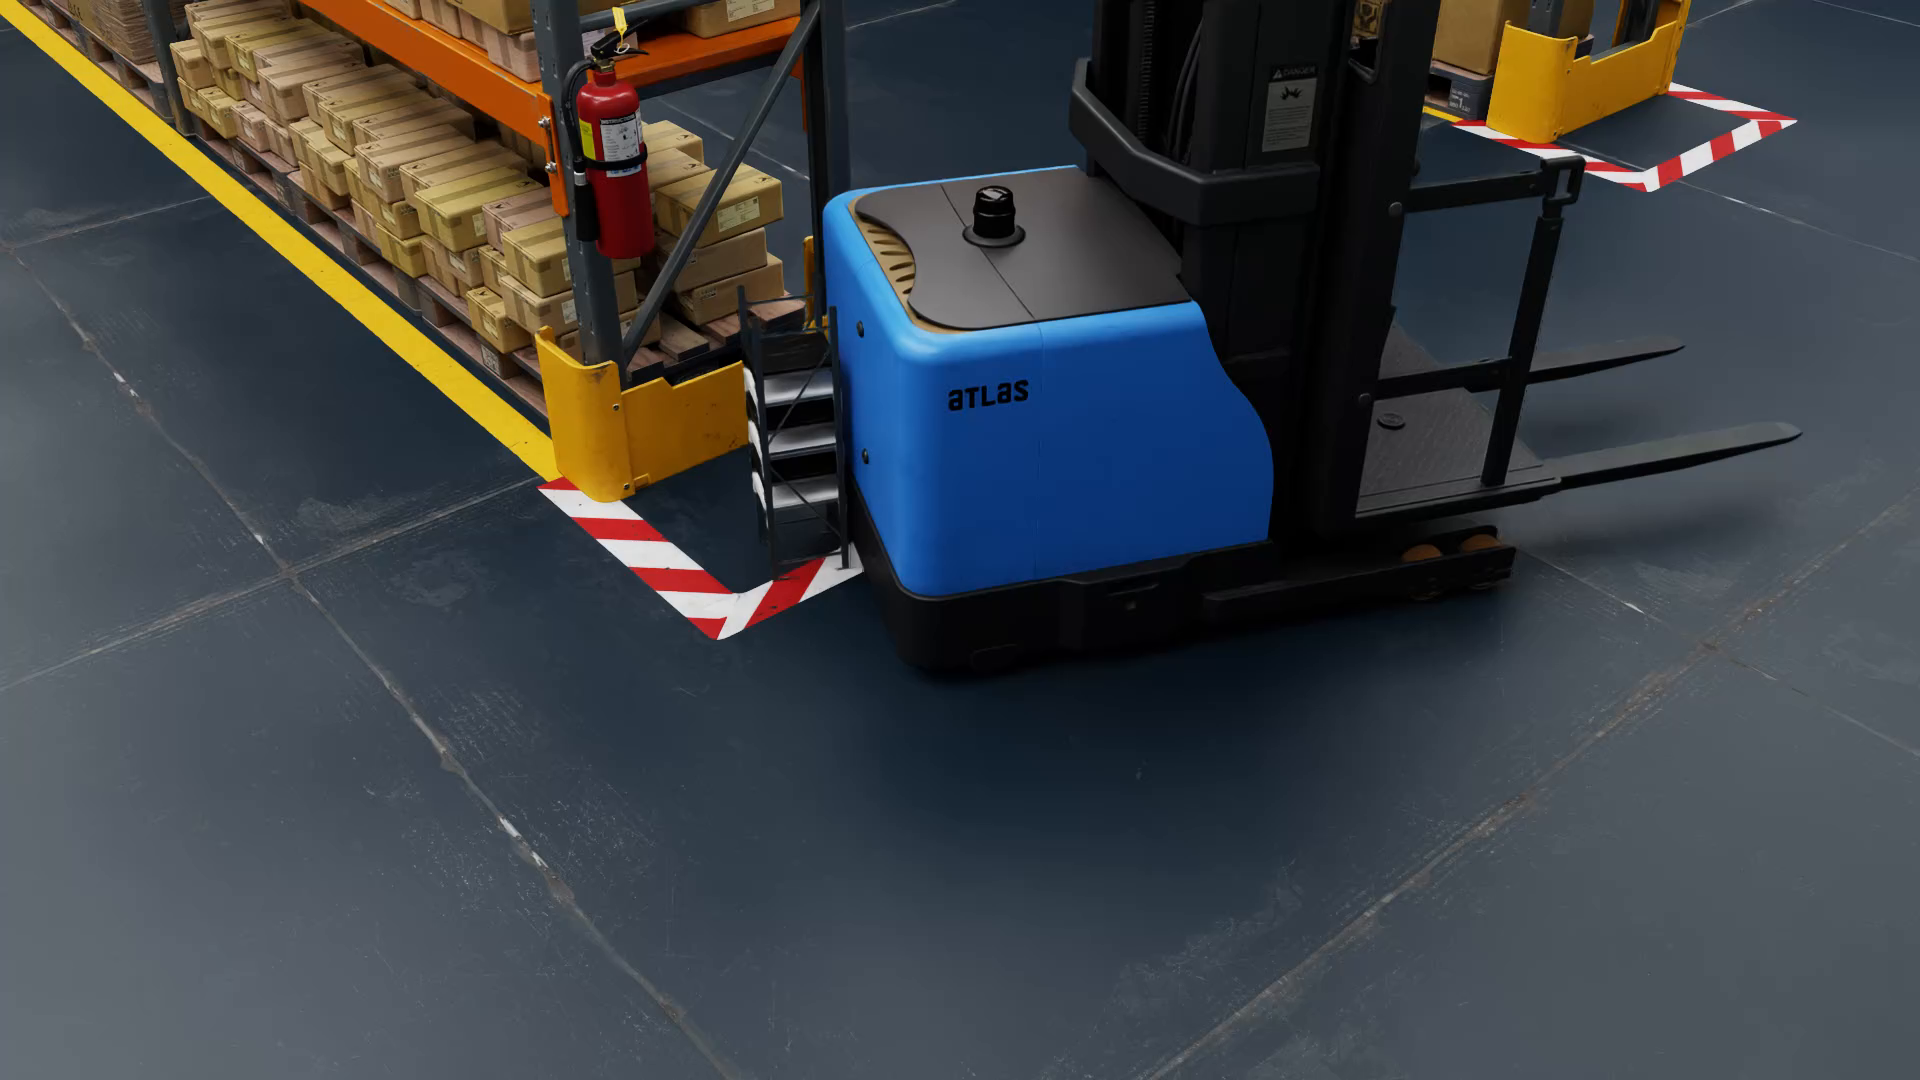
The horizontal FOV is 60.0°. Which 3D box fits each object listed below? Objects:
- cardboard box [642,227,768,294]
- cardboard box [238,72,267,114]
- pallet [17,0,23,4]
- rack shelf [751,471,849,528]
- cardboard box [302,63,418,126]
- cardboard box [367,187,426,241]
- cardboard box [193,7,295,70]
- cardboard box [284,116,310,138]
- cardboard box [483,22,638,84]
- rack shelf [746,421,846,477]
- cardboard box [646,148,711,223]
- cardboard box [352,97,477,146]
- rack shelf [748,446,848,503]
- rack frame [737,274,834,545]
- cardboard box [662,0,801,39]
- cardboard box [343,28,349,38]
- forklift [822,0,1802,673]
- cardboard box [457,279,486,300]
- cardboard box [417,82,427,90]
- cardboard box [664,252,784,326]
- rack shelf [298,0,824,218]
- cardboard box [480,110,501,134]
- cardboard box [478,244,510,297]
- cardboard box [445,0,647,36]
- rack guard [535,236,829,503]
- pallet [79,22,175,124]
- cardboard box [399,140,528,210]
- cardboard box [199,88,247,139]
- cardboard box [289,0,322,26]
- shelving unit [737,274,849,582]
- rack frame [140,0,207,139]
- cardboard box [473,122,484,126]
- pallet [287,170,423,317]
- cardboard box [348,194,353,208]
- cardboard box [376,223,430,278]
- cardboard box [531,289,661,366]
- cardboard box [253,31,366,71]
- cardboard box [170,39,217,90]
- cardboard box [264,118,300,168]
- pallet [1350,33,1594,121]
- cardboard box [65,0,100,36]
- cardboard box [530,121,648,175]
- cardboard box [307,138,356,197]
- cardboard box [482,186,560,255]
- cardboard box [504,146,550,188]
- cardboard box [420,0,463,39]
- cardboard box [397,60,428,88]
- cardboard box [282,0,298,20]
[{"bbox_3d":[-0.921,-1.046,5.978,0.380,0.149,0.250,-24,42,-30],"label":"cardboard box"},{"bbox_3d":[-2.954,-2.033,7.372,0.380,0.149,0.250,-26,43,-32],"label":"cardboard box"},{"bbox_3d":[-5.438,-3.638,10.204,1.003,0.211,1.213,-26,43,-32],"label":"pallet"},{"bbox_3d":[-0.487,-0.143,5.042,0.258,0.077,0.200,-10,36,-14],"label":"rack shelf"},{"bbox_3d":[-2.436,-1.801,6.786,0.380,0.149,0.250,-28,44,-34],"label":"cardboard box"},{"bbox_3d":[-2.018,-1.298,6.334,0.380,0.149,0.250,-25,42,-31],"label":"cardboard box"},{"bbox_3d":[-3.163,-2.233,7.397,0.380,0.149,0.250,-24,42,-30],"label":"cardboard box"},{"bbox_3d":[-2.622,-1.783,7.018,0.380,0.149,0.250,-24,42,-30],"label":"cardboard box"},{"bbox_3d":[-1.205,-1.526,5.026,0.380,0.149,0.250,-26,43,-32],"label":"cardboard box"},{"bbox_3d":[-0.487,-0.290,4.938,0.258,0.077,0.200,-10,36,-14],"label":"rack shelf"},{"bbox_3d":[-1.127,-1.275,6.044,0.380,0.149,0.250,-25,42,-31],"label":"cardboard box"},{"bbox_3d":[-2.116,-1.573,6.464,0.380,0.149,0.250,-28,44,-33],"label":"cardboard box"},{"bbox_3d":[-0.487,-0.216,4.990,0.258,0.077,0.200,-10,36,-14],"label":"rack shelf"},{"bbox_3d":[-0.517,-0.373,4.998,0.240,0.900,0.006,-10,36,-14],"label":"rack frame"},{"bbox_3d":[-0.737,-1.752,5.346,0.380,0.149,0.250,-26,43,-32],"label":"cardboard box"},{"bbox_3d":[-2.570,-2.341,7.549,0.380,0.149,0.250,-26,43,-32],"label":"cardboard box"},{"bbox_3d":[1.164,-1.299,4.548,3.031,2.935,1.130,-10,36,-13],"label":"forklift"},{"bbox_3d":[-1.626,-0.977,6.137,0.380,0.149,0.250,-26,43,-32],"label":"cardboard box"},{"bbox_3d":[-2.277,-1.985,7.304,0.380,0.149,0.250,-25,42,-31],"label":"cardboard box"},{"bbox_3d":[-0.872,-0.948,6.097,0.380,0.149,0.250,-25,42,-31],"label":"cardboard box"},{"bbox_3d":[-2.069,-2.179,6.354,1.077,0.370,4.000,-26,43,-32],"label":"rack shelf"},{"bbox_3d":[-1.722,-1.772,6.745,0.380,0.149,0.250,-25,42,-31],"label":"cardboard box"},{"bbox_3d":[-1.465,-0.981,5.886,0.380,0.149,0.250,-27,43,-33],"label":"cardboard box"},{"bbox_3d":[-1.265,-1.854,4.929,0.500,0.500,0.500,-25,42,-31],"label":"cardboard box"},{"bbox_3d":[-0.828,-0.603,5.669,1.175,0.500,0.348,-26,43,-32],"label":"rack guard"},{"bbox_3d":[-3.863,-2.561,8.683,1.003,0.211,1.213,-26,43,-32],"label":"pallet"},{"bbox_3d":[-1.815,-1.317,6.103,0.380,0.149,0.250,-28,44,-33],"label":"cardboard box"},{"bbox_3d":[-3.199,-1.966,7.533,0.380,0.149,0.250,-25,42,-31],"label":"cardboard box"},{"bbox_3d":[-2.931,-2.546,7.839,0.380,0.149,0.250,-25,42,-31],"label":"cardboard box"},{"bbox_3d":[-0.487,-0.317,4.919,0.258,0.900,0.210,-10,36,-14],"label":"shelving unit"},{"bbox_3d":[-3.360,-3.356,7.393,1.000,3.000,0.127,-26,43,-32],"label":"rack frame"},{"bbox_3d":[-1.980,-1.726,6.938,0.380,0.149,0.250,-24,42,-30],"label":"cardboard box"},{"bbox_3d":[-2.108,-1.396,7.038,1.003,0.211,1.213,-26,43,-32],"label":"pallet"},{"bbox_3d":[-2.274,-1.438,6.788,0.380,0.149,0.250,-25,42,-31],"label":"cardboard box"},{"bbox_3d":[-2.007,-1.170,6.410,0.380,0.149,0.250,-28,44,-34],"label":"cardboard box"},{"bbox_3d":[-1.278,-0.752,5.820,0.380,0.149,0.250,-25,42,-31],"label":"cardboard box"},{"bbox_3d":[-2.777,-2.033,7.114,0.380,0.149,0.250,-27,43,-33],"label":"cardboard box"},{"bbox_3d":[-3.370,-2.206,7.615,0.380,0.149,0.250,-24,42,-30],"label":"cardboard box"},{"bbox_3d":[-2.797,-1.782,7.274,0.380,0.149,0.250,-27,43,-33],"label":"cardboard box"},{"bbox_3d":[2.500,-2.581,8.712,1.003,0.211,1.213,-26,43,-32],"label":"pallet"},{"bbox_3d":[-4.361,-2.966,8.643,0.500,0.500,0.500,-27,43,-33],"label":"cardboard box"},{"bbox_3d":[-1.415,-1.513,6.380,0.380,0.149,0.250,-28,44,-34],"label":"cardboard box"},{"bbox_3d":[-2.368,-1.530,6.660,0.380,0.149,0.250,-26,43,-31],"label":"cardboard box"},{"bbox_3d":[-1.432,-1.112,5.813,0.380,0.149,0.250,-25,42,-31],"label":"cardboard box"},{"bbox_3d":[-1.606,-1.499,6.617,0.380,0.149,0.250,-28,44,-34],"label":"cardboard box"},{"bbox_3d":[-1.510,-1.755,5.349,0.380,0.149,0.250,-26,43,-32],"label":"cardboard box"},{"bbox_3d":[-2.217,-2.112,7.226,0.380,0.149,0.250,-28,44,-34],"label":"cardboard box"},{"bbox_3d":[-3.634,-2.932,8.594,0.500,0.500,0.500,-24,42,-30],"label":"cardboard box"}]
